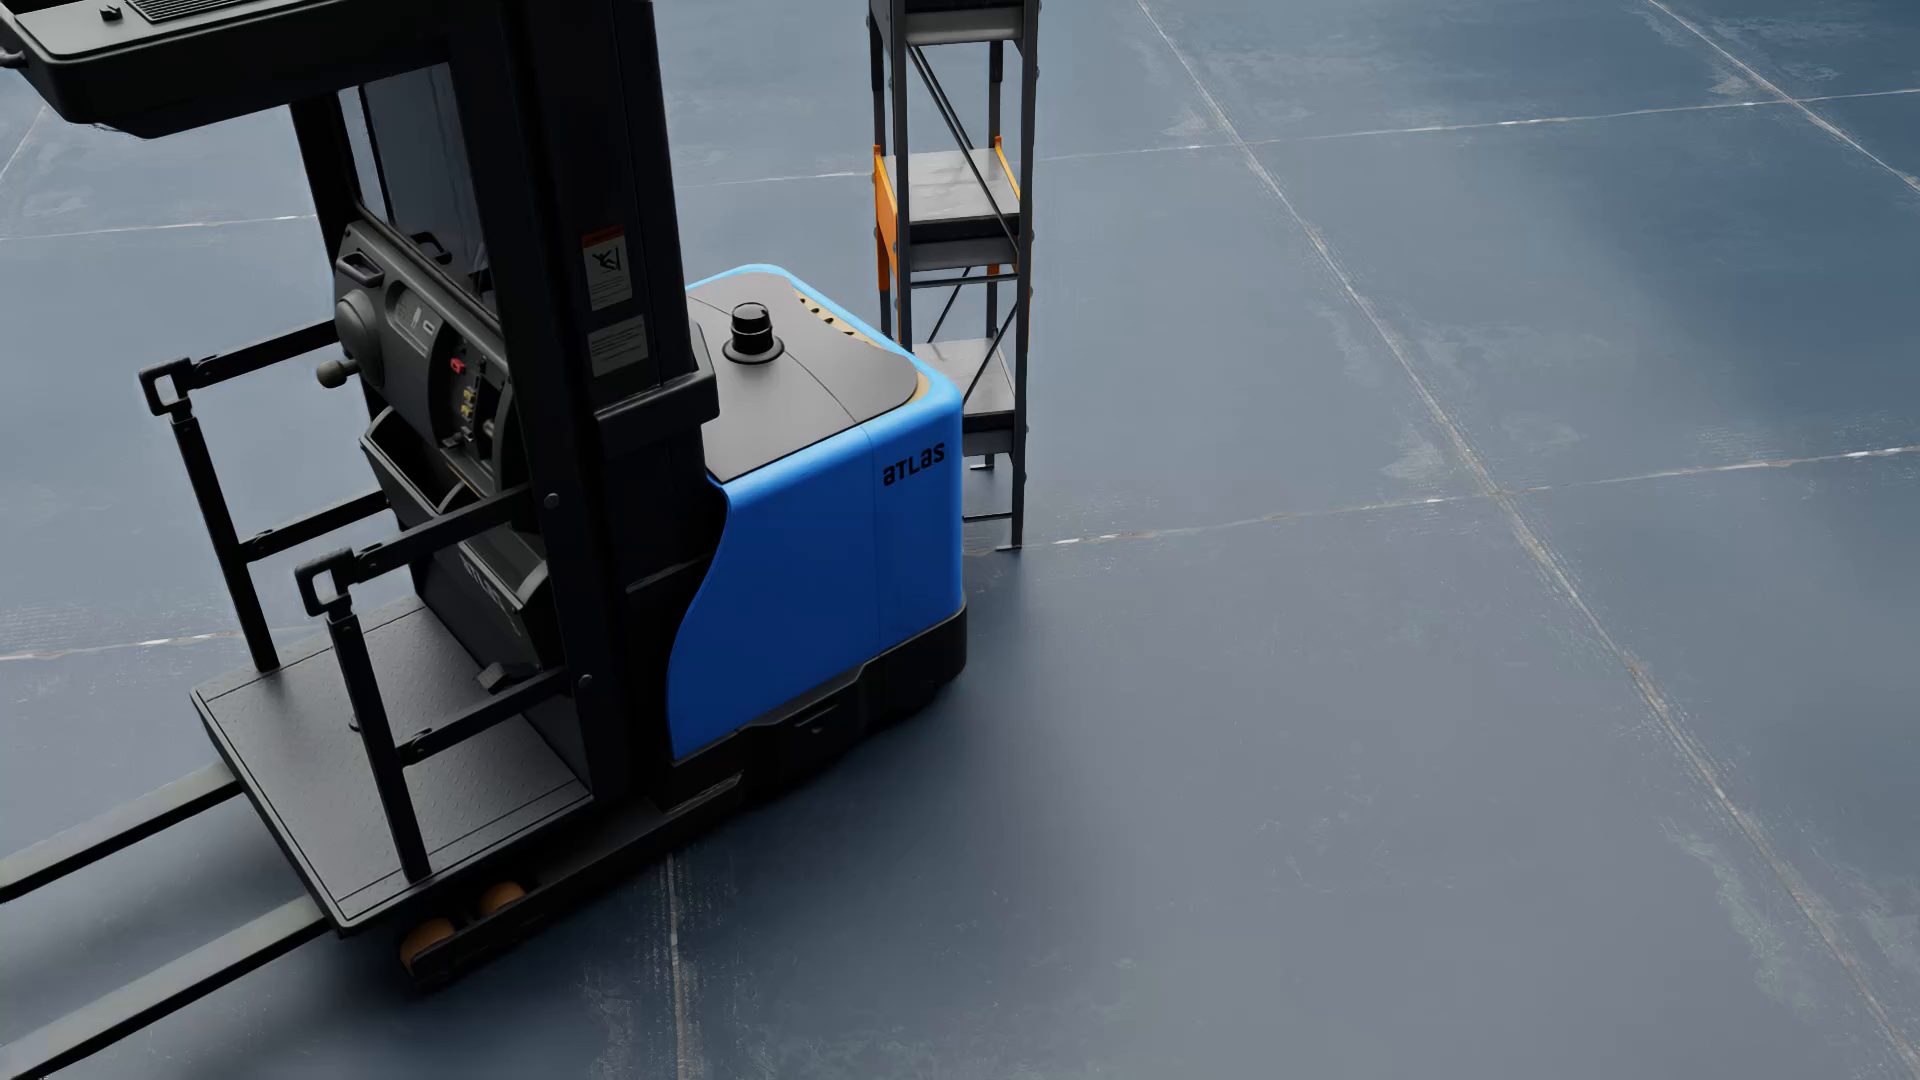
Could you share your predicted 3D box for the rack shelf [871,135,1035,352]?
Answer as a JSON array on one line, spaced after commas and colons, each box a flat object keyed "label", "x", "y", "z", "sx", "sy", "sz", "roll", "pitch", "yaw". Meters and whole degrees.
[{"label": "rack shelf", "x": -0.029, "y": -0.918, "z": 5.243, "sx": 0.431, "sy": 0.518, "sz": 0.480, "roll": -6, "pitch": 38, "yaw": -8}]

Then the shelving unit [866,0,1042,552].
[{"label": "shelving unit", "x": -0.029, "y": -0.929, "z": 5.235, "sx": 0.431, "sy": 2.100, "sz": 0.503, "roll": -6, "pitch": 38, "yaw": -8}]

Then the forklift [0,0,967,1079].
[{"label": "forklift", "x": -1.442, "y": -0.385, "z": 3.856, "sx": 3.031, "sy": 2.935, "sz": 1.130, "roll": -27, "pitch": 45, "yaw": -30}]

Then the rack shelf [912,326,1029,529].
[{"label": "rack shelf", "x": -0.029, "y": -0.366, "z": 5.672, "sx": 0.431, "sy": 0.518, "sz": 0.480, "roll": -6, "pitch": 38, "yaw": -8}]

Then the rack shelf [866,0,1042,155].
[{"label": "rack shelf", "x": -0.029, "y": -1.471, "z": 4.813, "sx": 0.431, "sy": 0.518, "sz": 0.480, "roll": -6, "pitch": 38, "yaw": -8}]

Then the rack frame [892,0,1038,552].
[{"label": "rack frame", "x": 0.014, "y": -0.782, "z": 5.045, "sx": 0.400, "sy": 2.100, "sz": 0.015, "roll": -6, "pitch": 38, "yaw": -8}]

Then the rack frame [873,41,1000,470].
[{"label": "rack frame", "x": -0.072, "y": -1.077, "z": 5.424, "sx": 0.400, "sy": 2.100, "sz": 0.015, "roll": -6, "pitch": 38, "yaw": -8}]
